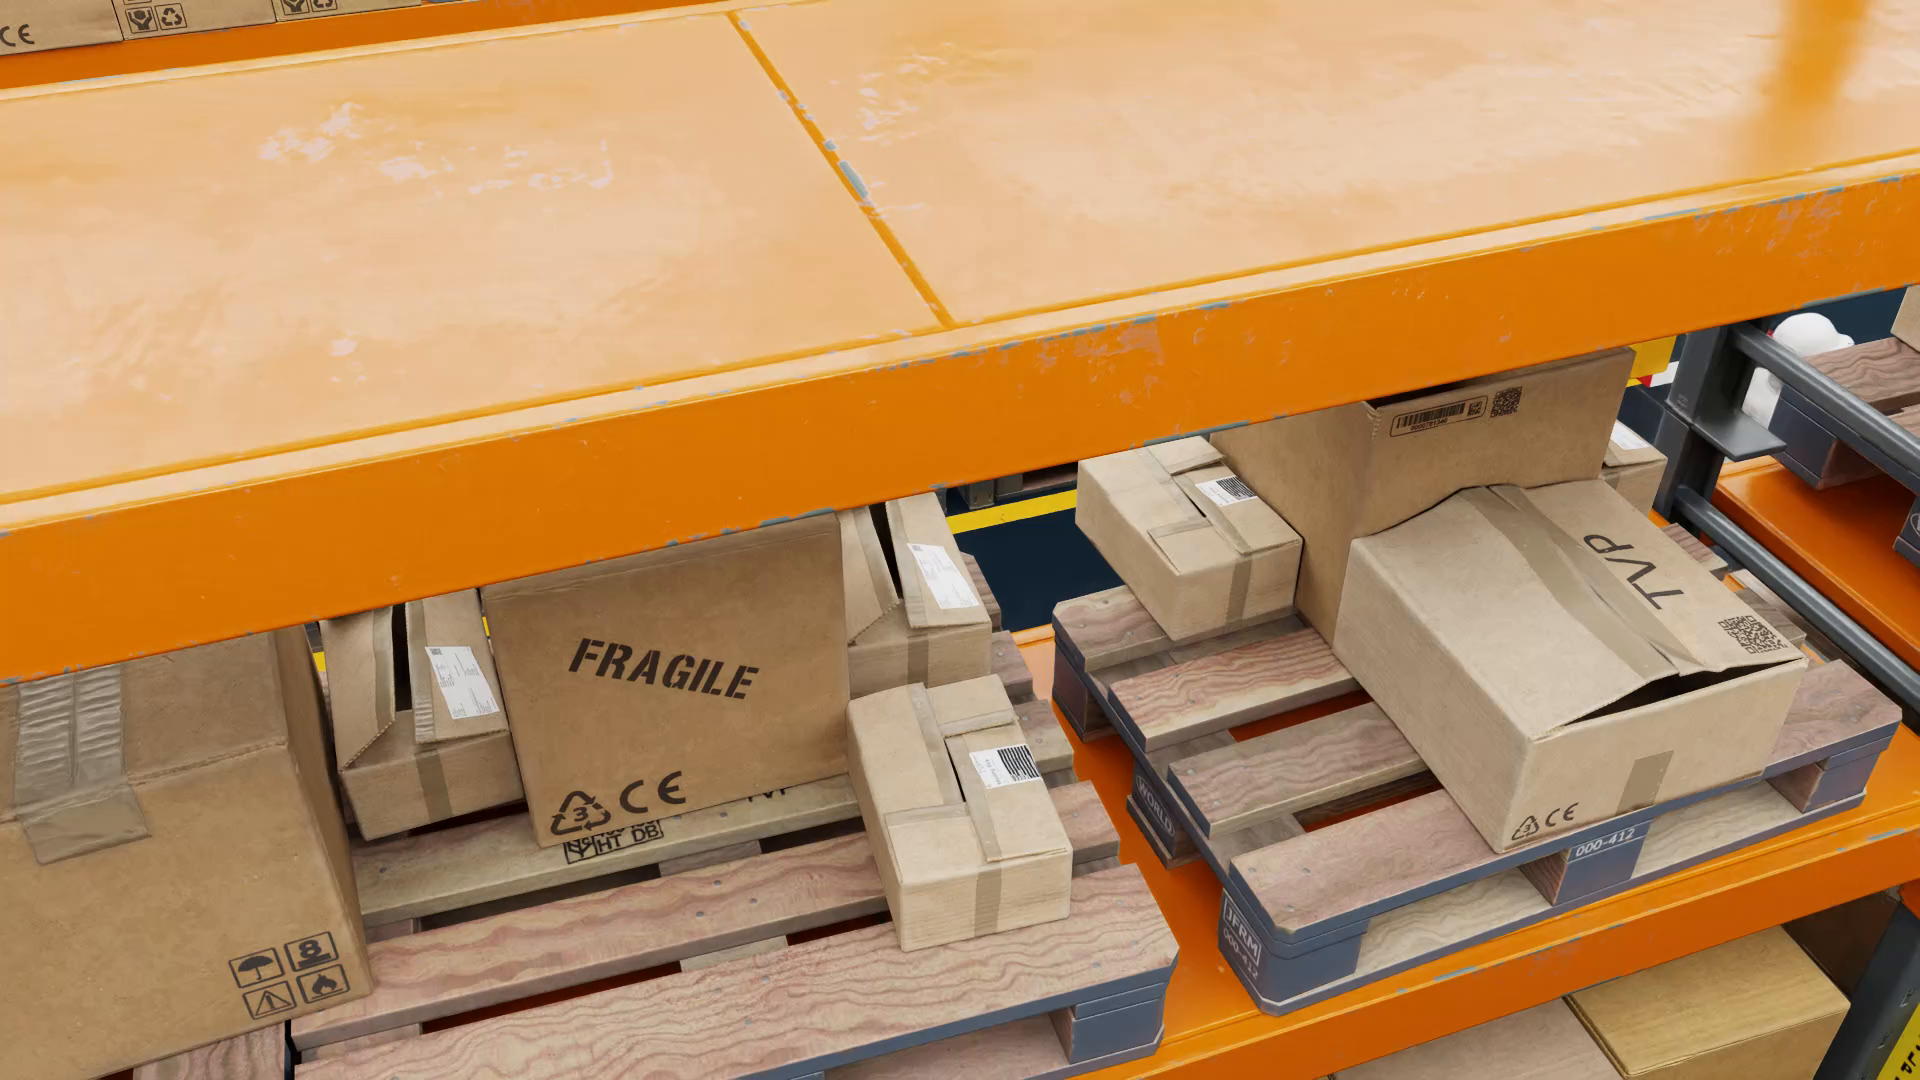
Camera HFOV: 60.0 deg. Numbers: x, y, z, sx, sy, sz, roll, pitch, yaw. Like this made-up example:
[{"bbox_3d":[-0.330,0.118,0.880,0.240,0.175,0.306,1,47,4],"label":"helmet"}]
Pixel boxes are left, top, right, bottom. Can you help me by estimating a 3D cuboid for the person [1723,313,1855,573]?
[{"bbox_3d":[3.227,-0.129,6.771,0.647,1.756,0.538,1,37,1],"label":"person"}]
